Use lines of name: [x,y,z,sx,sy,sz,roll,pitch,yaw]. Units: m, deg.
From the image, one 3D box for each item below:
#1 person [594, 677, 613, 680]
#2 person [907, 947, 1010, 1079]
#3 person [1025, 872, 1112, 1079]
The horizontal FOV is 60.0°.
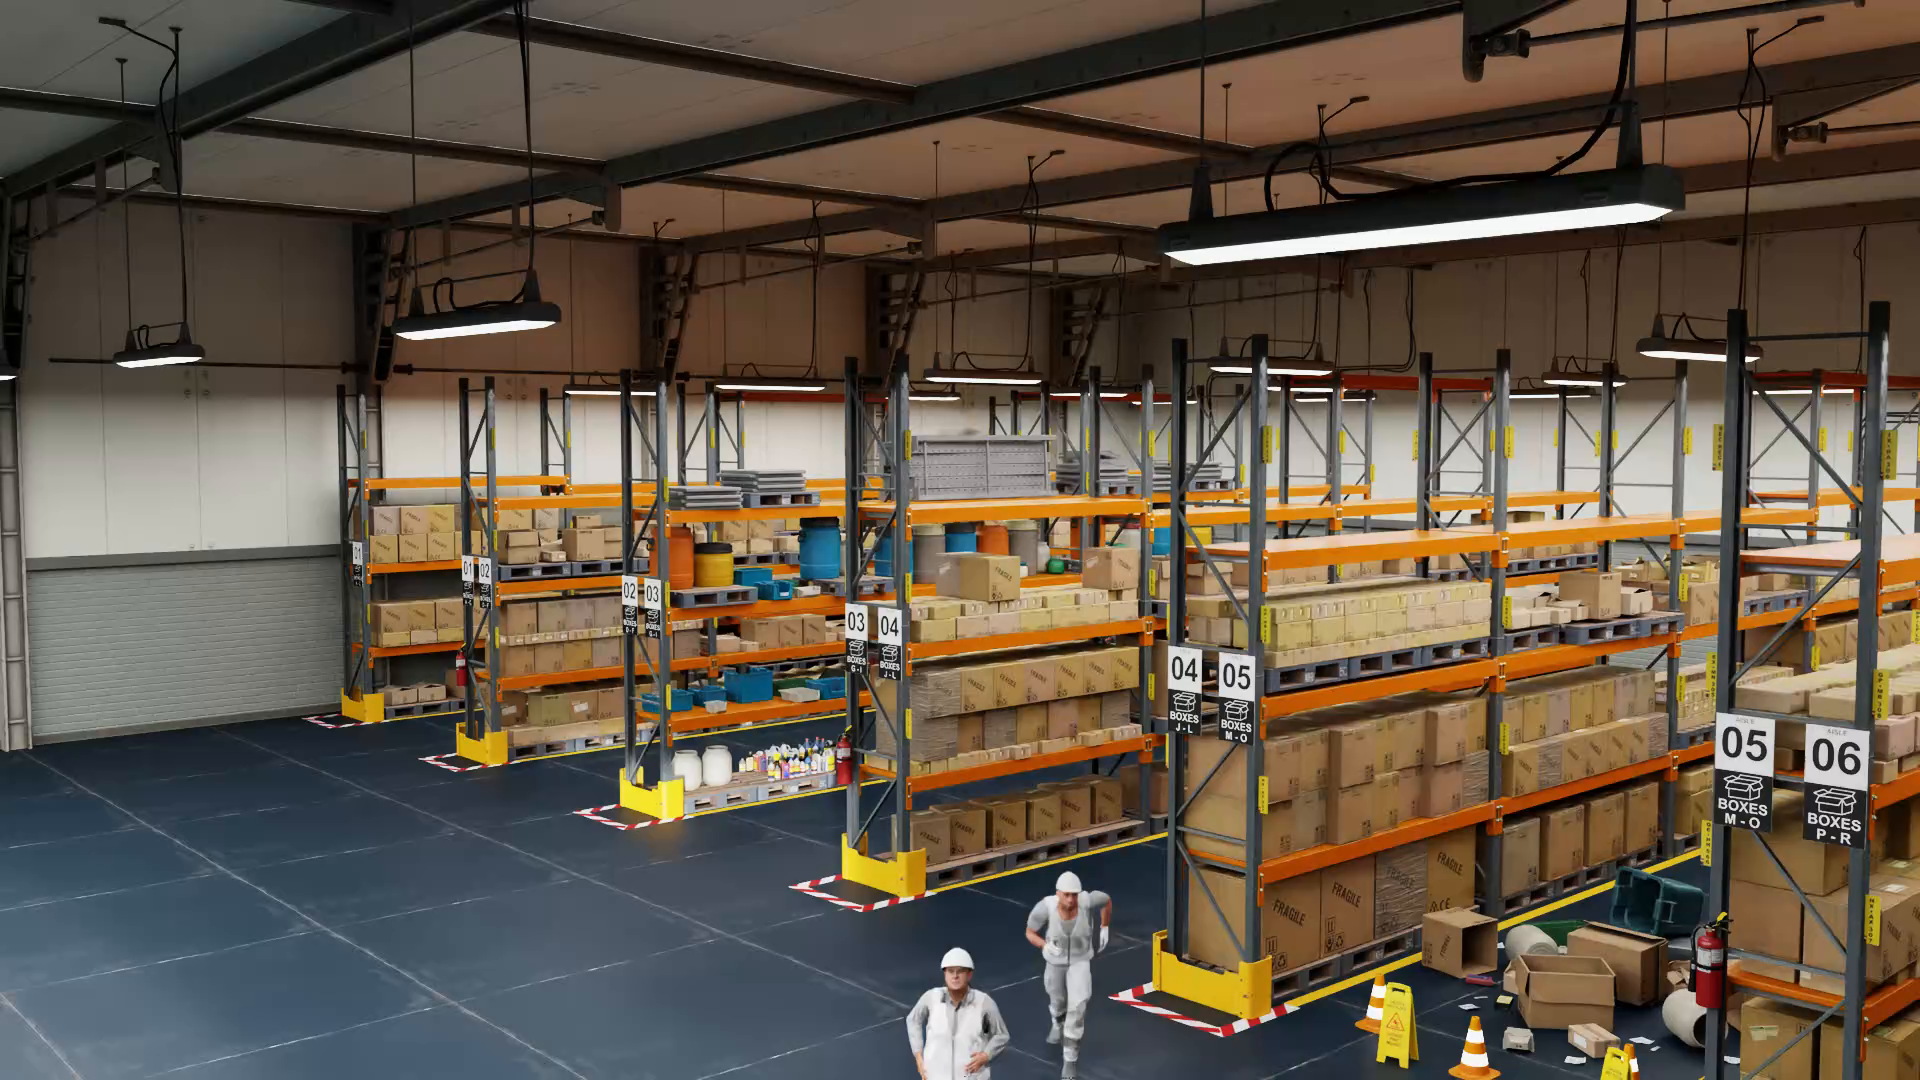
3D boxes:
person: [-6.277,2.405,29.425,0.945,1.698,0.599,-3,5,-40]
person: [-0.028,3.570,10.985,0.703,1.743,0.542,0,4,6]
person: [0.875,3.456,13.503,0.705,1.730,1.038,0,4,0]
